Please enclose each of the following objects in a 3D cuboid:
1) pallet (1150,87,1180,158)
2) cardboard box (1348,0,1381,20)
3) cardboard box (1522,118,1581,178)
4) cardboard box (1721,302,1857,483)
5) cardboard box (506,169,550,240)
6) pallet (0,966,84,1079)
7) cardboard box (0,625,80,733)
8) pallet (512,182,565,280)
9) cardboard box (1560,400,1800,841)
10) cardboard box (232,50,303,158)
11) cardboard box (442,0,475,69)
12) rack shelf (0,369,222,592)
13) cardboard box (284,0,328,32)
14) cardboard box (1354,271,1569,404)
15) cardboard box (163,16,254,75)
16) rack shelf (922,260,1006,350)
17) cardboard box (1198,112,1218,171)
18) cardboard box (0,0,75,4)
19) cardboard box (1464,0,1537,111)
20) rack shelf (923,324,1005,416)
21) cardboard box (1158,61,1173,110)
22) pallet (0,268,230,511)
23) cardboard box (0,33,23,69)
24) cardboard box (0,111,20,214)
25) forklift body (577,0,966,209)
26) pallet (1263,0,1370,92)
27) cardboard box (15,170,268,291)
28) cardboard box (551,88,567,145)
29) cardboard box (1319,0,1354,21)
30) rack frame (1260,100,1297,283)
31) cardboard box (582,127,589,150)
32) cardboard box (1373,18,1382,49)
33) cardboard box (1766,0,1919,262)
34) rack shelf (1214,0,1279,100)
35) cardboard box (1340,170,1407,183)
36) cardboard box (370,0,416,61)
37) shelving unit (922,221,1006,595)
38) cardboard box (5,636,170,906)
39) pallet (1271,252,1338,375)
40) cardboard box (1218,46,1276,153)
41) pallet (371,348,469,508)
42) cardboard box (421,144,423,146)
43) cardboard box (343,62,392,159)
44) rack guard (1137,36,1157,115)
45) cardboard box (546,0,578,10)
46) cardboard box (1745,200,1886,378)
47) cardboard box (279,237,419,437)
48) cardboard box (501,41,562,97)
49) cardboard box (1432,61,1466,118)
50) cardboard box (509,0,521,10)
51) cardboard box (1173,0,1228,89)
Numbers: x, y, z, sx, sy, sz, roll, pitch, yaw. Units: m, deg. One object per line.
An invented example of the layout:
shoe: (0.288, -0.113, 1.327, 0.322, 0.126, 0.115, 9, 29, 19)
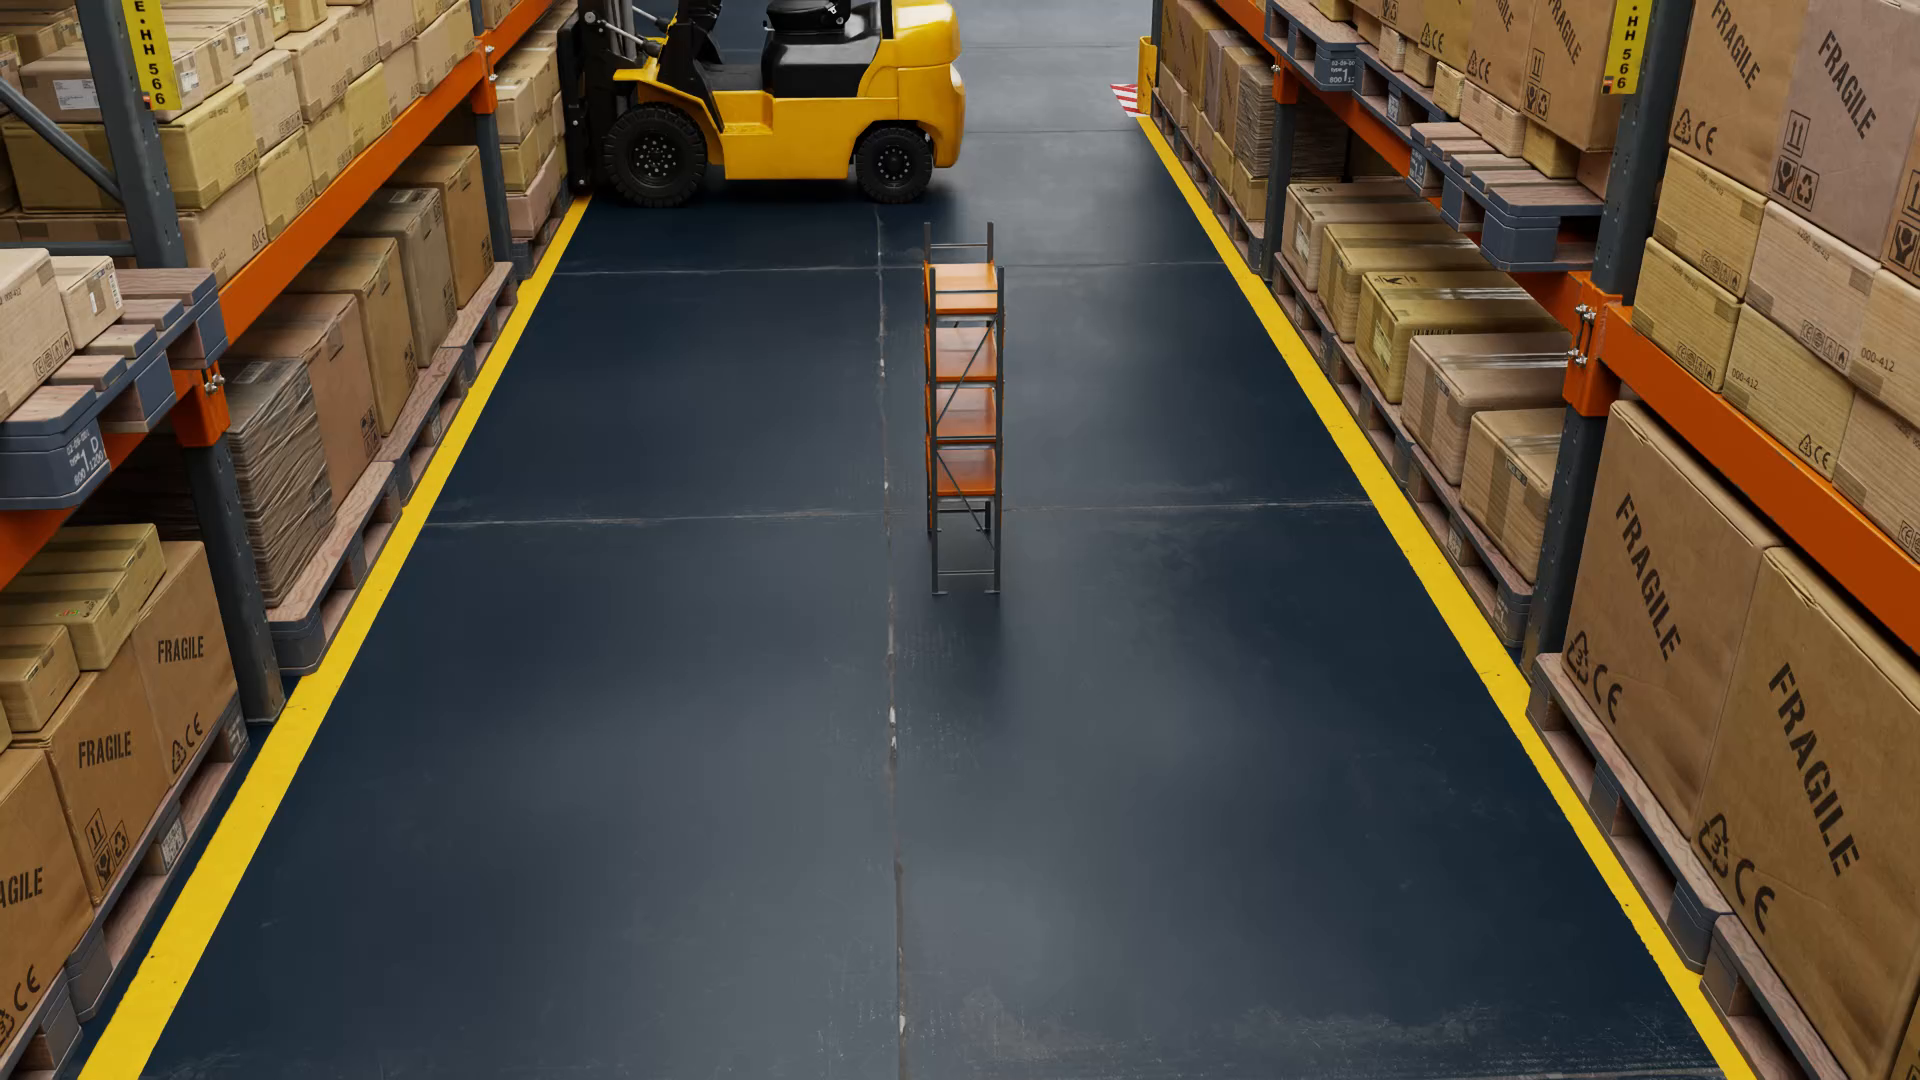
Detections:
pallet: (1.925, -2.942, 11.662, 1.003, 0.211, 1.213, -1, 28, -3)
cardboard box: (1.900, -2.421, 6.764, 0.500, 0.500, 0.500, -2, 28, -3)
cardboard box: (1.993, -1.237, 5.196, 0.380, 0.149, 0.250, -1, 28, -2)
cardboard box: (2.150, -0.359, 3.857, 0.500, 0.250, 0.500, -2, 28, -4)
cardboard box: (-2.529, -1.819, 9.013, 0.500, 0.250, 0.500, -1, 28, -2)
pallet: (-2.563, 1.371, 3.393, 1.003, 0.211, 1.213, -1, 28, -3)
cardboard box: (-2.331, 0.331, 3.918, 0.380, 0.149, 0.250, -2, 28, -4)
pallet: (-2.834, -1.752, 9.381, 1.003, 0.211, 1.213, -1, 28, -3)
cardboard box: (2.285, 0.182, 4.500, 0.875, 0.875, 0.875, -2, 28, -3)
cardboard box: (-2.429, -1.370, 5.255, 0.500, 0.250, 0.500, -1, 28, -1)
cardboard box: (-2.546, -2.327, 7.631, 0.500, 0.250, 0.500, -1, 28, -1)
rack shelf: (-2.521, 0.470, 2.884, 1.077, 0.370, 4.000, -1, 28, -3)
cardboard box: (-2.425, -1.855, 5.754, 0.380, 0.149, 0.250, -1, 28, -2)
cardboard box: (2.232, -0.868, 7.058, 0.950, 0.372, 0.625, 0, 28, -1)
cardboard box: (-2.402, -1.501, 5.074, 0.380, 0.149, 0.250, -1, 28, -1)
rack shelf: (0.009, -0.804, 5.644, 0.258, 0.148, 0.480, -1, 28, -3)
cardboard box: (1.764, -2.456, 10.235, 0.500, 0.250, 0.500, -1, 28, -2)
cardboard box: (-2.940, -1.724, 5.502, 0.380, 0.149, 0.250, -2, 28, -3)
cardboard box: (1.992, -1.699, 5.379, 0.500, 0.500, 0.500, -2, 28, -3)
rack shelf: (0.009, -0.594, 5.754, 0.258, 0.148, 0.480, -1, 28, -3)
cardboard box: (1.680, -3.177, 11.617, 0.500, 0.250, 0.500, -2, 28, -3)
pallet: (-2.520, -0.377, 3.936, 1.213, 0.211, 1.003, -1, 28, -3)
cardboard box: (-2.969, -1.368, 4.821, 0.380, 0.149, 0.250, -1, 28, -1)
cardboard box: (-2.926, -1.129, 4.792, 0.500, 0.250, 0.500, -1, 28, -2)
forklift body: (-1.122, -3.260, 10.174, 2.313, 2.155, 1.214, -1, 28, -3)
pallet: (2.017, -2.300, 7.624, 1.003, 0.211, 1.213, -1, 28, -3)
cardboard box: (-2.404, -0.917, 4.927, 0.500, 0.250, 0.500, -1, 28, -2)
cardboard box: (-2.594, -2.505, 9.787, 0.500, 0.250, 0.500, -2, 28, -3)
cardboard box: (1.840, -2.438, 7.499, 0.380, 0.149, 0.250, -1, 28, -2)
rack frame: (2.123, -2.742, 8.263, 1.000, 3.000, 0.127, -1, 28, -3)
cardboard box: (-2.620, -2.525, 10.366, 0.500, 0.250, 0.500, -1, 28, -1)
cardboard box: (1.914, -2.075, 6.803, 0.380, 0.149, 0.250, -1, 28, -2)
cardboard box: (2.149, -0.920, 3.580, 0.500, 0.500, 0.500, -1, 28, -2)
rack shelf: (2.018, -3.346, 10.201, 1.077, 0.370, 4.000, -1, 28, -3)
cardboard box: (2.362, -1.988, 9.337, 0.500, 0.250, 0.500, -3, 28, -5)
cardboard box: (-2.498, -2.081, 6.618, 0.500, 0.250, 0.500, -1, 28, -2)
shelving unit: (0.009, -0.456, 5.826, 0.258, 1.200, 0.503, -1, 28, -3)
cardboard box: (-2.373, 0.571, 4.161, 0.500, 0.500, 0.500, -2, 28, -3)
pallet: (2.165, -1.146, 8.219, 1.003, 0.211, 1.213, -1, 28, -3)
cardboard box: (1.796, -2.543, 9.590, 0.500, 0.500, 0.500, -1, 28, -2)
pallet: (-2.690, -0.480, 6.942, 1.003, 0.211, 1.213, -1, 28, -3)
cardboard box: (-3.064, -2.029, 8.875, 0.500, 0.250, 0.500, -2, 28, -4)
cardboard box: (-2.485, -1.627, 6.288, 0.500, 0.250, 0.500, -1, 28, -1)
rack guard: (1.918, -3.446, 12.316, 1.175, 0.500, 0.348, -1, 28, -3)
cardboard box: (-2.675, -3.437, 11.034, 0.500, 0.250, 0.500, -1, 28, -2)
cardboard box: (2.137, -0.571, 3.723, 0.500, 0.250, 0.500, -1, 28, -1)
cardboard box: (-2.721, -0.807, 6.668, 0.875, 0.625, 0.625, -2, 28, -5)
cardboard box: (-2.600, -2.727, 9.674, 0.500, 0.250, 0.500, 0, 28, -1)
cardboard box: (1.902, -1.596, 5.883, 0.380, 0.149, 0.250, -1, 28, -2)
cardboard box: (-2.640, -3.116, 8.873, 0.500, 0.500, 0.500, -1, 28, -2)
cardboard box: (1.713, -3.257, 10.960, 0.500, 0.500, 0.500, -2, 28, -5)
